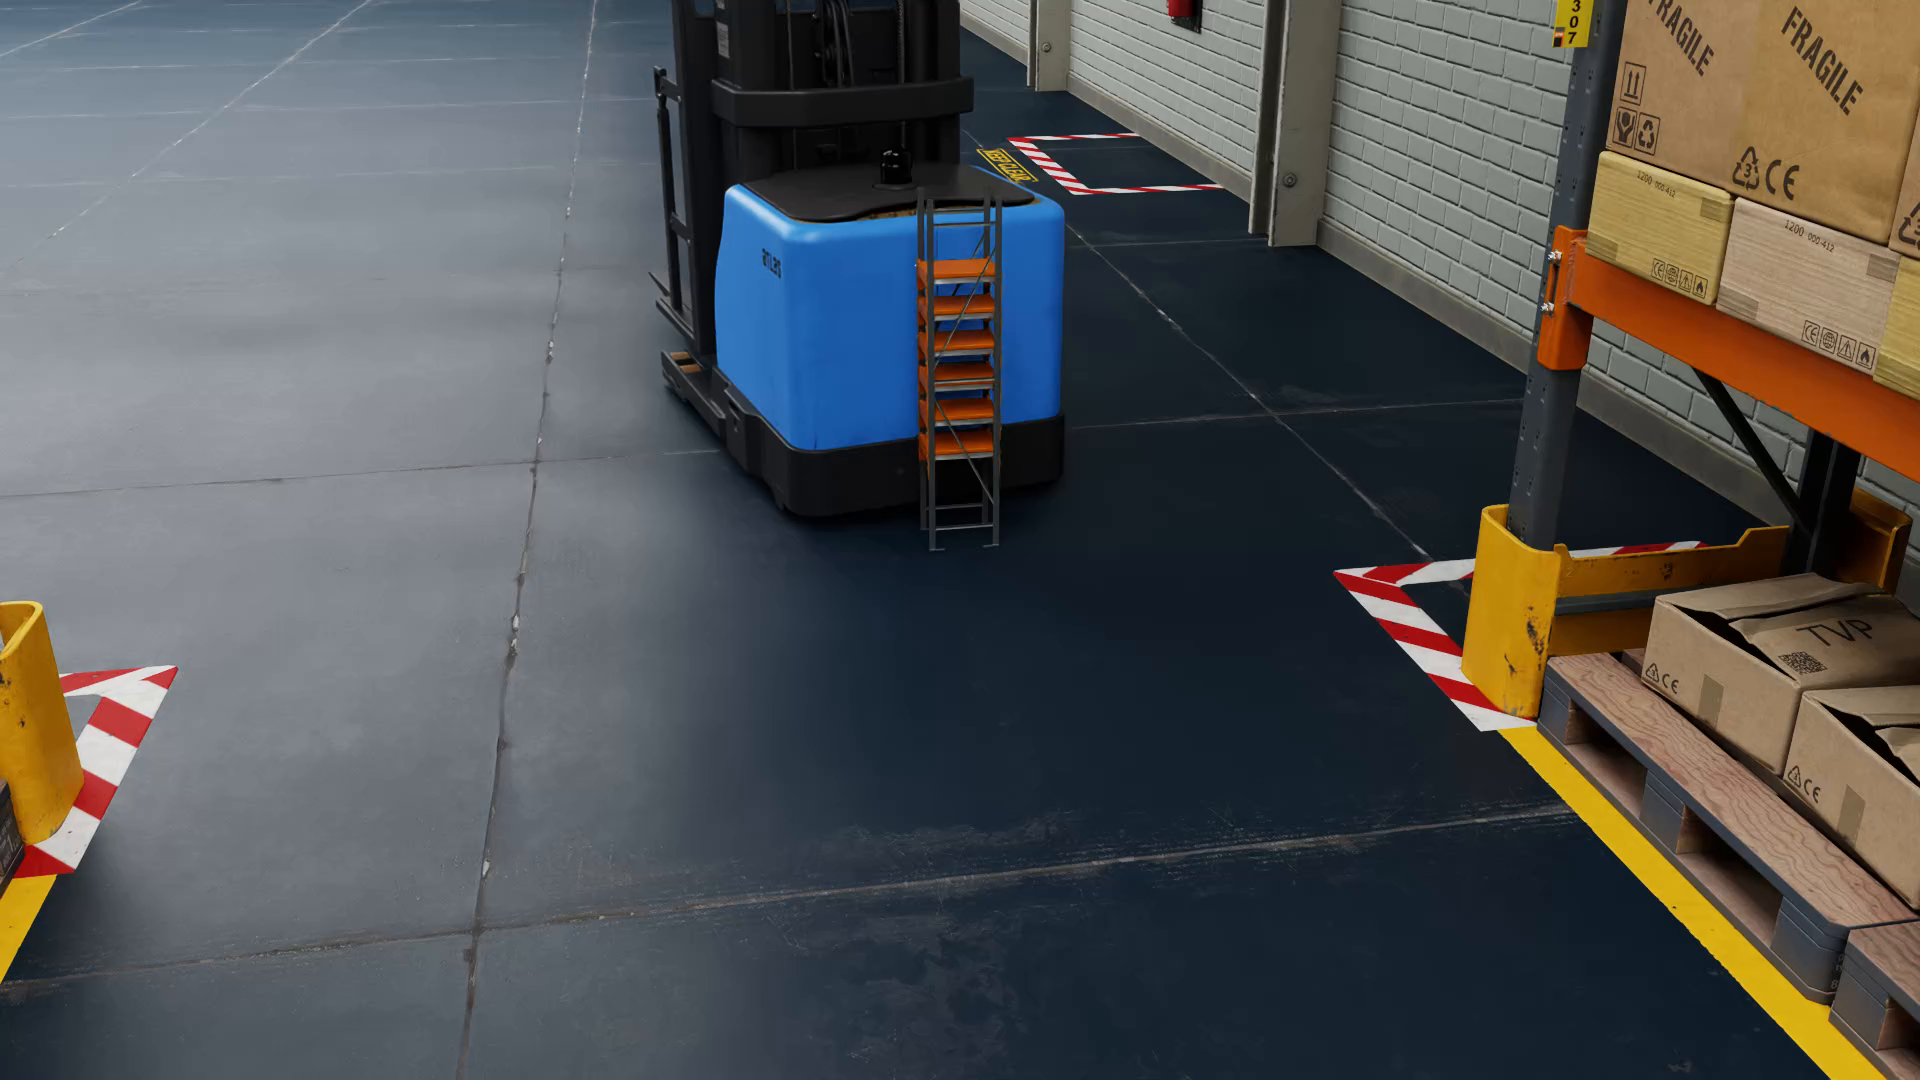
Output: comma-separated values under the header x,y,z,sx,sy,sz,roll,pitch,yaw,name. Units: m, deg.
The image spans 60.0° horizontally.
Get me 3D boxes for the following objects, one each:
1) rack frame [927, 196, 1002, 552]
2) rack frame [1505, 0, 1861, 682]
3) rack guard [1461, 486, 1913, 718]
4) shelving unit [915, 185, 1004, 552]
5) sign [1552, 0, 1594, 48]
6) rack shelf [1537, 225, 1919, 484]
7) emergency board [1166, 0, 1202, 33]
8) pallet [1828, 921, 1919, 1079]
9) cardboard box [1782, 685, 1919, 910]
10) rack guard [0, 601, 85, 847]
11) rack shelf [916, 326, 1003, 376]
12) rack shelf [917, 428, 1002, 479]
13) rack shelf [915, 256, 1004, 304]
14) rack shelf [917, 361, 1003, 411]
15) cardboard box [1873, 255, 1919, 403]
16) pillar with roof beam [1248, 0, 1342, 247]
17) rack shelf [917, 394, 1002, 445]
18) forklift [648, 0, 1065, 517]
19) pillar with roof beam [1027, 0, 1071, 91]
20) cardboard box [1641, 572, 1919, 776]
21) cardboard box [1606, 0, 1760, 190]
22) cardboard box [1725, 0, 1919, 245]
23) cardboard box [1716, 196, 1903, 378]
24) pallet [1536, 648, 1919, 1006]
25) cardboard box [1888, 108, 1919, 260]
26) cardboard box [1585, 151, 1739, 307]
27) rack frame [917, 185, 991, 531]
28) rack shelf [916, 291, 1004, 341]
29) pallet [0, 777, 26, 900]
x,y,z,sx,sy,sz,roll,pitch,yaw,name
0.014,-0.520,5.440,0.240,1.200,0.006,-4,24,-10,rack frame
2.050,-1.016,4.329,1.000,3.000,0.127,-4,24,-10,rack frame
2.064,0.159,4.761,1.175,0.500,0.348,-4,24,-10,rack guard
-0.003,-0.556,5.523,0.258,1.200,0.189,-4,24,-10,shelving unit
1.517,-1.373,4.064,0.100,0.325,0.005,-4,24,-10,sign
2.420,0.100,2.672,1.077,0.370,4.000,-4,24,-10,rack shelf
1.500,-4.140,11.481,0.194,1.169,0.643,-4,24,-10,emergency board
2.401,1.093,2.985,1.003,0.211,1.213,-4,24,-10,pallet
2.195,0.517,3.627,0.500,0.311,0.500,-2,24,-5,cardboard box
-2.822,0.488,4.008,1.175,0.500,0.348,-4,24,-10,rack guard
-0.003,-0.625,5.493,0.258,0.103,0.180,-4,24,-10,rack shelf
-0.003,-0.295,5.637,0.258,0.103,0.180,-4,24,-10,rack shelf
-0.003,-0.845,5.397,0.258,0.103,0.180,-4,24,-10,rack shelf
-0.003,-0.515,5.541,0.258,0.103,0.180,-4,24,-10,rack shelf
2.026,-0.337,2.937,0.500,0.250,0.500,-5,24,-11,cardboard box
-2.311,-5.596,7.319,9.100,9.000,0.400,-4,24,-10,pillar with roof beam
-0.003,-0.405,5.589,0.258,0.103,0.180,-4,24,-10,rack shelf
-0.654,-1.983,6.629,1.130,2.935,3.031,-9,25,-21,forklift
-3.420,-7.956,12.722,9.100,9.000,0.400,-4,24,-10,pillar with roof beam
2.089,0.293,4.141,0.500,0.311,0.500,-7,25,-16,cardboard box
1.843,-1.090,3.724,0.500,0.500,0.500,-4,24,-10,cardboard box
1.924,-0.895,3.277,0.500,0.500,0.500,-4,24,-10,cardboard box
1.938,-0.538,3.397,0.500,0.250,0.500,-5,24,-11,cardboard box
2.179,0.614,4.081,1.003,0.211,1.213,-4,24,-10,pallet
2.014,-0.692,2.811,0.500,0.500,0.500,-5,24,-11,cardboard box
1.828,-0.741,3.862,0.500,0.250,0.500,-5,24,-11,cardboard box
-0.020,-0.592,5.605,0.240,1.200,0.006,-4,24,-10,rack frame
-0.003,-0.735,5.445,0.258,0.103,0.180,-4,24,-10,rack shelf
-2.635,0.927,3.363,1.003,0.211,1.213,-4,24,-10,pallet
